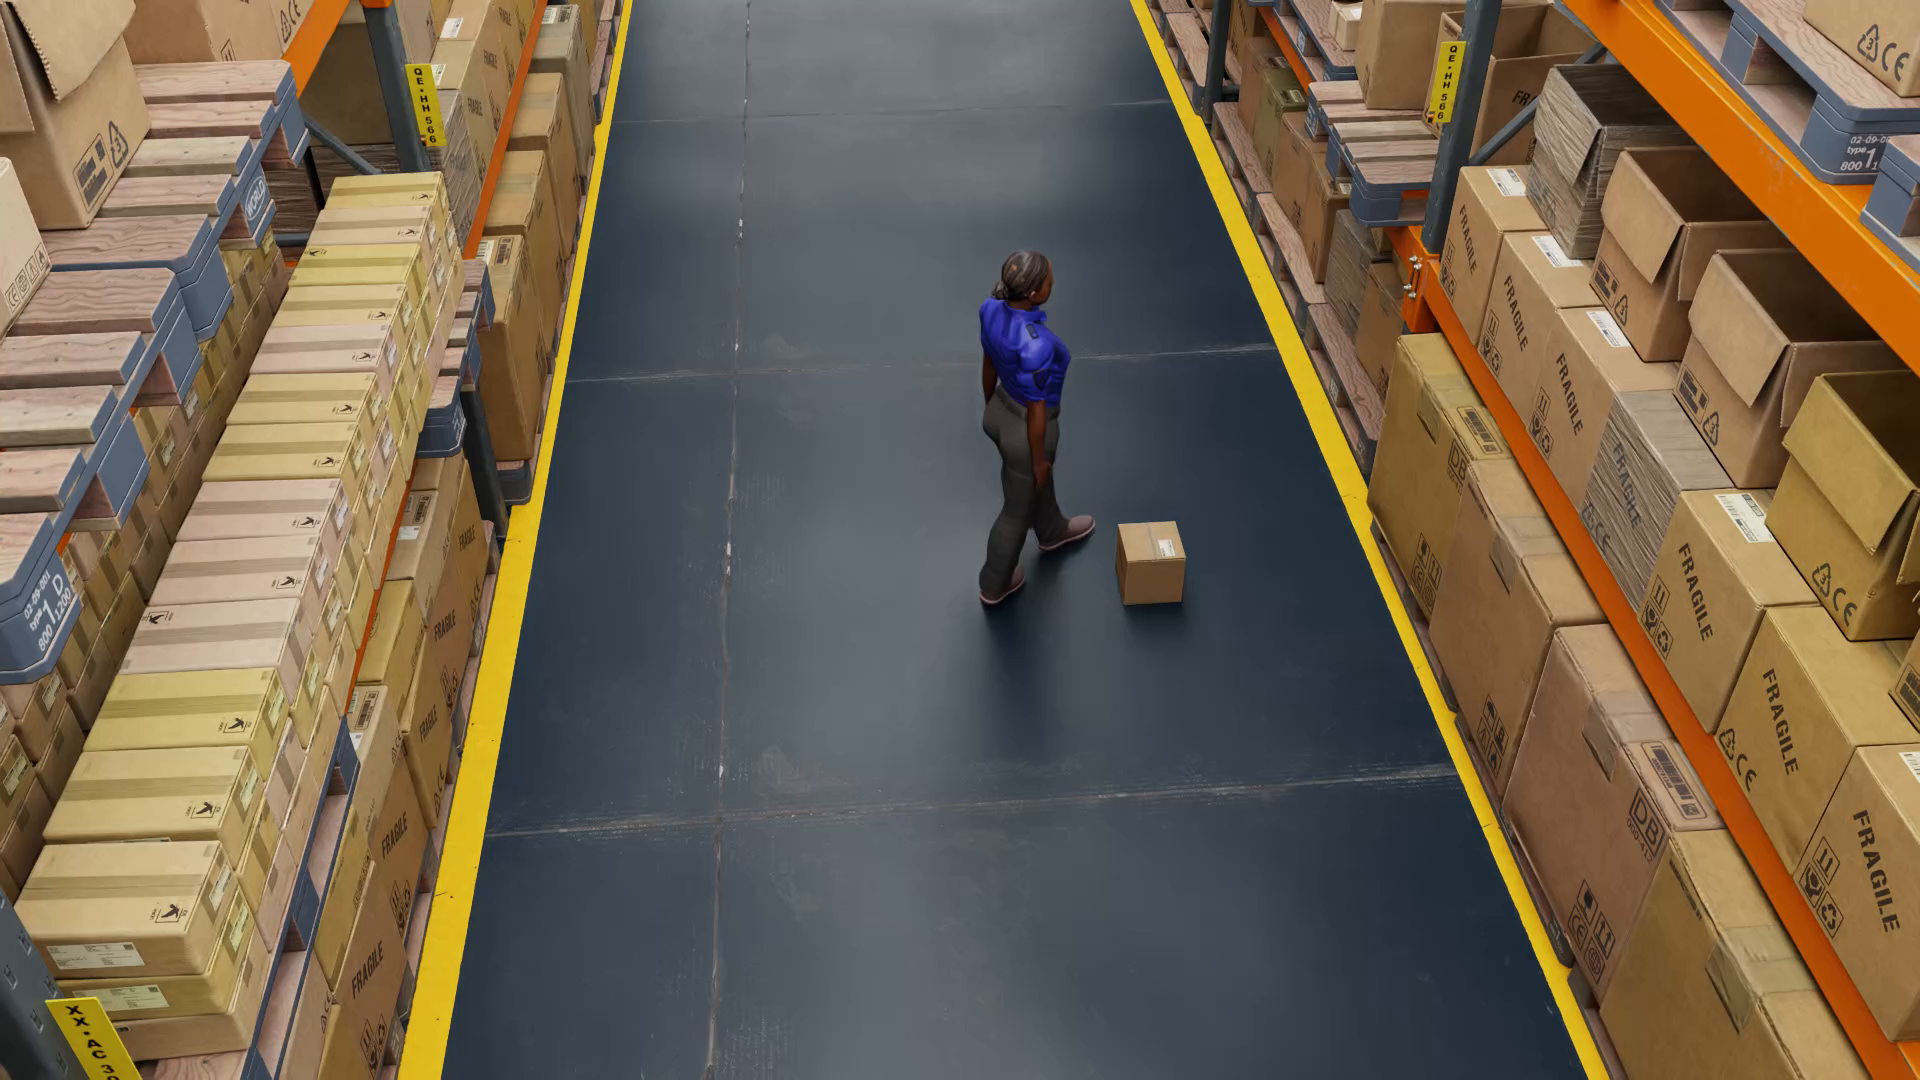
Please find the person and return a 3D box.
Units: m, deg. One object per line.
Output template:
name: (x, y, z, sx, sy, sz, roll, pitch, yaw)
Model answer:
person: (0.369, -0.486, 6.740, 0.682, 1.655, 0.479, -18, 43, -21)
